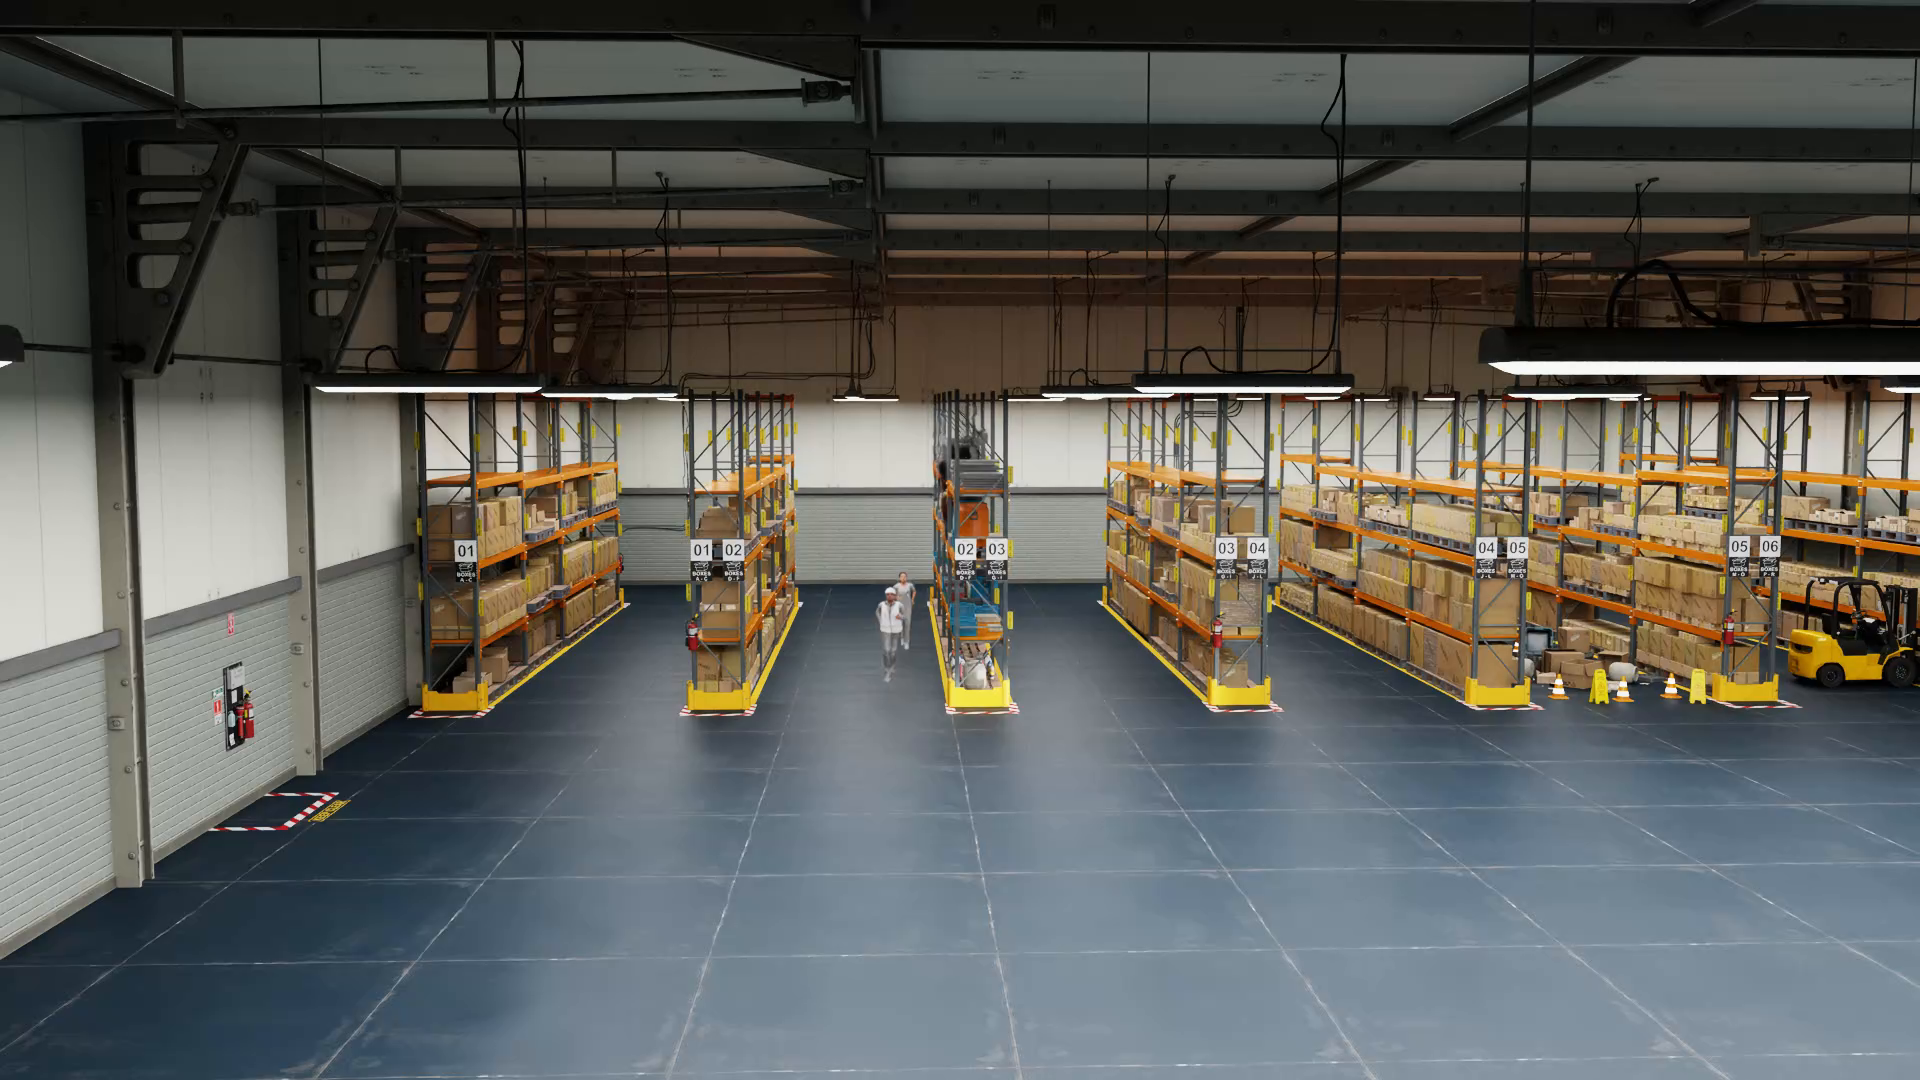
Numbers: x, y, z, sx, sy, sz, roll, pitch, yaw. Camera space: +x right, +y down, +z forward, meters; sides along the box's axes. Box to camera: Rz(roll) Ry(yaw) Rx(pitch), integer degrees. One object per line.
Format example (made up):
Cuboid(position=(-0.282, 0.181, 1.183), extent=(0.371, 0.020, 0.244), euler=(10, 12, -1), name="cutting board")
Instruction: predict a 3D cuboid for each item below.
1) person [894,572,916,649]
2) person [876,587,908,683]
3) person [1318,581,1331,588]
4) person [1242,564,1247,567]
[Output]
Cuboid(position=(-1.262, 1.561, 37.216), extent=(0.566, 1.677, 0.889), euler=(0, 5, -4), name="person")
Cuboid(position=(-1.347, 1.871, 33.106), extent=(0.628, 1.881, 0.750), euler=(0, 5, -5), name="person")
Cuboid(position=(10.618, 0.902, 48.709), extent=(0.742, 1.696, 0.586), euler=(-5, 7, -45), name="person")
Cuboid(position=(7.909, 1.084, 47.240), extent=(0.696, 1.634, 0.727), euler=(2, 5, 24), name="person")
